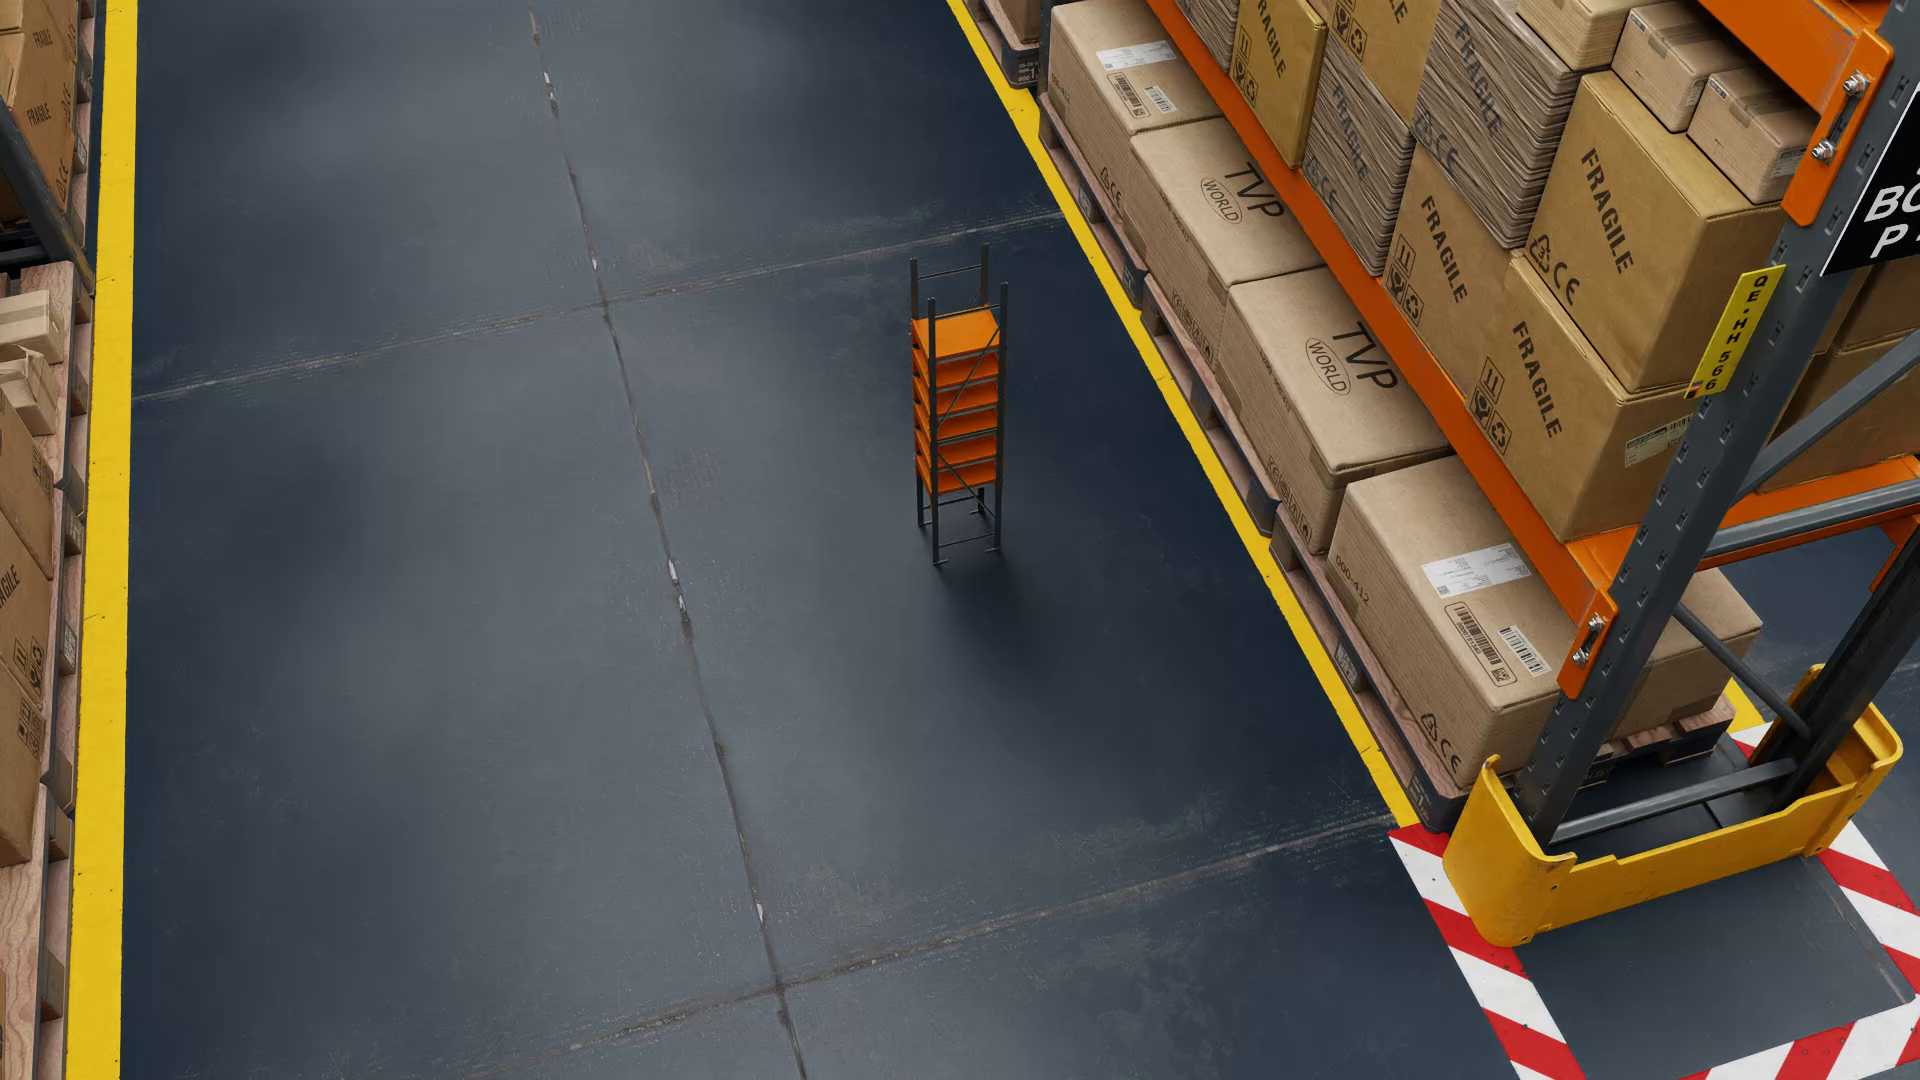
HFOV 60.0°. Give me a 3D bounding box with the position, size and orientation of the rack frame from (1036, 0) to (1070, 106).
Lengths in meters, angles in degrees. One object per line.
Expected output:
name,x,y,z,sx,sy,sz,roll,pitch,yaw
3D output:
rack frame,0.835,-2.982,6.302,1.000,3.000,0.127,-13,51,-11

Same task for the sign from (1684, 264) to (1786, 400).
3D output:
sign,1.495,-0.397,3.211,0.100,0.325,0.005,-13,51,-11

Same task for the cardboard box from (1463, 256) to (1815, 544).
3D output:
cardboard box,1.622,-0.385,4.047,0.500,0.500,0.500,-13,51,-11

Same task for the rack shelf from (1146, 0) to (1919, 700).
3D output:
rack shelf,1.426,-1.289,5.345,1.077,0.370,4.000,-13,51,-11

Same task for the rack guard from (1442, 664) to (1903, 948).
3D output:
rack guard,2.025,0.763,4.780,1.175,0.500,0.348,-13,51,-11

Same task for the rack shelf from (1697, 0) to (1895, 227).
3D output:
rack shelf,1.426,-2.256,4.198,1.077,0.370,4.000,-13,51,-11

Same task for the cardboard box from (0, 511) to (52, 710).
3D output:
cardboard box,-3.090,0.225,4.958,0.500,0.500,0.500,-12,51,-10

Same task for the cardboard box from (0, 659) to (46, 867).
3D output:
cardboard box,-3.029,0.634,4.614,0.700,0.500,0.500,-11,51,-9

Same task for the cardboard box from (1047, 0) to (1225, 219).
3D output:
cardboard box,0.918,-1.808,6.714,0.875,0.438,0.875,-14,51,-12

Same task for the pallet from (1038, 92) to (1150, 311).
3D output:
pallet,0.985,-1.510,6.885,1.003,0.211,1.213,-13,51,-11

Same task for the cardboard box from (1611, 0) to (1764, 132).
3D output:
cardboard box,1.622,-1.020,3.505,0.380,0.149,0.250,-12,51,-10

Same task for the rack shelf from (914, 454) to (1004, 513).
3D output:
rack shelf,-0.004,-0.214,5.518,0.258,0.103,0.180,-13,51,-11

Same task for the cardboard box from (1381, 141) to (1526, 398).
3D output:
cardboard box,1.488,-0.755,4.359,0.500,0.500,0.500,-14,51,-12

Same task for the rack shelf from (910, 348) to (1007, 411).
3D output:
rack shelf,-0.004,-0.523,5.151,0.258,0.103,0.180,-13,51,-11

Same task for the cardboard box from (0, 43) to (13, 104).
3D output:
cardboard box,-3.758,-1.717,6.172,0.380,0.149,0.250,-11,51,-9

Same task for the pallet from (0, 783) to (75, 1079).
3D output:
pallet,-2.982,1.326,4.494,1.003,0.211,1.213,-13,51,-11

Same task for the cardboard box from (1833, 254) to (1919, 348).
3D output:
cardboard box,2.148,-0.830,3.768,0.500,0.500,0.500,-14,51,-12

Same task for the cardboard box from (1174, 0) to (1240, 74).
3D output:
cardboard box,1.009,-1.879,5.306,0.500,0.500,0.500,-13,51,-11

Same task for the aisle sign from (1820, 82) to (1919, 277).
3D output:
aisle sign,1.743,-0.775,2.741,0.394,0.787,0.004,-13,51,-11

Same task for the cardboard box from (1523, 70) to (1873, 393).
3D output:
cardboard box,1.648,-0.713,3.670,0.500,0.500,0.500,-12,51,-10

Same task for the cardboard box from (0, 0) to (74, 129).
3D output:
cardboard box,-4.001,-1.977,6.815,0.500,0.500,0.500,-14,51,-11

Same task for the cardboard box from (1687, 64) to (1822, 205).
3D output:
cardboard box,1.720,-0.840,3.353,0.380,0.149,0.250,-13,51,-10

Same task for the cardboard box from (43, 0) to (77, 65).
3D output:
cardboard box,-4.144,-2.343,7.123,0.500,0.500,0.500,-15,51,-12

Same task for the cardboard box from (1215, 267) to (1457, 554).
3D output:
cardboard box,1.448,-0.496,5.607,0.875,0.438,0.875,-12,51,-10

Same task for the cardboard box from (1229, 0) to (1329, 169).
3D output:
cardboard box,1.162,-1.502,4.989,0.500,0.500,0.500,-12,51,-10

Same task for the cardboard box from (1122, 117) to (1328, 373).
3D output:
cardboard box,1.183,-1.154,6.162,0.875,0.438,0.875,-15,51,-12

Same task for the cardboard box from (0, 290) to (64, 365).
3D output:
cardboard box,-3.460,-0.732,5.996,0.380,0.149,0.250,-15,51,-12

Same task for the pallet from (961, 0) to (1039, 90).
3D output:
pallet,0.535,-2.629,7.828,1.003,0.211,1.213,-13,51,-11

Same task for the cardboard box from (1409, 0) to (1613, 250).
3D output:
cardboard box,1.465,-1.088,3.986,0.500,0.500,0.500,-13,51,-11

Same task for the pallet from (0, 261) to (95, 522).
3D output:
pallet,-3.704,-0.456,5.996,1.003,0.211,1.213,-13,51,-11

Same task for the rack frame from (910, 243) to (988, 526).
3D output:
rack frame,-0.031,-0.464,5.357,0.240,1.200,0.006,-13,51,-11

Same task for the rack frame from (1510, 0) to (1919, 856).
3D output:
rack frame,2.018,-0.060,3.839,1.000,3.000,0.127,-13,51,-11

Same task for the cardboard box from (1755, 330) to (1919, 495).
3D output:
cardboard box,2.150,-0.508,4.151,0.500,0.500,0.500,-14,51,-11

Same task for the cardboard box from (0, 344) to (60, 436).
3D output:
cardboard box,-3.355,-0.509,5.731,0.396,0.266,0.258,-12,51,-10

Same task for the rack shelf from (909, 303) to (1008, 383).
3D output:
rack shelf,-0.004,-0.601,5.059,0.258,0.103,0.180,-13,51,-11

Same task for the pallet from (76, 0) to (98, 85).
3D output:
pallet,-4.547,-2.436,7.665,1.003,0.211,1.213,-13,51,-11

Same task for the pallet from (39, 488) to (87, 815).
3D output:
pallet,-3.339,0.437,5.244,1.003,0.211,1.213,-13,51,-11

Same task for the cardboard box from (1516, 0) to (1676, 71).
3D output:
cardboard box,1.466,-1.190,3.648,0.380,0.149,0.250,-14,51,-11

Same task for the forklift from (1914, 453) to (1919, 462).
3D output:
forklift,3.999,-2.031,5.545,1.130,2.935,3.031,6,50,5

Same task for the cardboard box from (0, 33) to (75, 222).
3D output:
cardboard box,-3.834,-1.590,6.489,0.500,0.500,0.500,-11,51,-9

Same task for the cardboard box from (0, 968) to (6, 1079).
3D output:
cardboard box,-2.813,1.266,4.079,0.797,0.503,0.637,-15,52,-12

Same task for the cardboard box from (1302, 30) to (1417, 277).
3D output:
cardboard box,1.327,-1.128,4.674,0.500,0.500,0.500,-12,51,-10

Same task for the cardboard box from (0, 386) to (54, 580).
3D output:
cardboard box,-3.336,-0.124,5.253,0.700,0.500,0.500,-15,52,-12

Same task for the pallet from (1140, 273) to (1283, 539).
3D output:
pallet,1.349,-0.617,6.132,1.003,0.211,1.213,-13,51,-11

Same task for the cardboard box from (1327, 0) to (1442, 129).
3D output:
cardboard box,1.322,-1.450,4.291,0.500,0.500,0.500,-14,51,-11

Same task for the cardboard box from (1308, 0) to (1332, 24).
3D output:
cardboard box,1.175,-1.818,4.601,0.500,0.500,0.500,-14,51,-11

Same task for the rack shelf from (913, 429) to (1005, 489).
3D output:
rack shelf,-0.004,-0.291,5.426,0.258,0.103,0.180,-13,51,-11

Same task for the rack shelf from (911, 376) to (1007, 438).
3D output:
rack shelf,-0.004,-0.446,5.242,0.258,0.103,0.180,-13,51,-11

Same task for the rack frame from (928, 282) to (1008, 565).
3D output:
rack frame,0.023,-0.330,5.244,0.240,1.200,0.006,-13,51,-11

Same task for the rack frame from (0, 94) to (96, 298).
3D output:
rack frame,-3.906,-1.856,5.353,1.000,3.000,0.127,-13,51,-11

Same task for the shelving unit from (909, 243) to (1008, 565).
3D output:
shelving unit,-0.004,-0.397,5.300,0.258,1.200,0.189,-13,51,-11

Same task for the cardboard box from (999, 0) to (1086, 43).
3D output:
cardboard box,0.575,-2.867,7.320,0.875,0.875,0.875,-12,51,-10

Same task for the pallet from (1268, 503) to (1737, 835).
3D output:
pallet,1.707,0.272,5.382,1.003,0.211,1.213,-13,51,-11

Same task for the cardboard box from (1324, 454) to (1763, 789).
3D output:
cardboard box,1.727,0.171,5.045,0.875,0.438,0.875,-15,51,-12

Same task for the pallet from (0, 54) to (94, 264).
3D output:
pallet,-4.182,-1.543,6.913,1.003,0.211,1.213,-13,51,-11

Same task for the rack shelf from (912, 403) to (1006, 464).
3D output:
rack shelf,-0.004,-0.369,5.334,0.258,0.103,0.180,-13,51,-11
